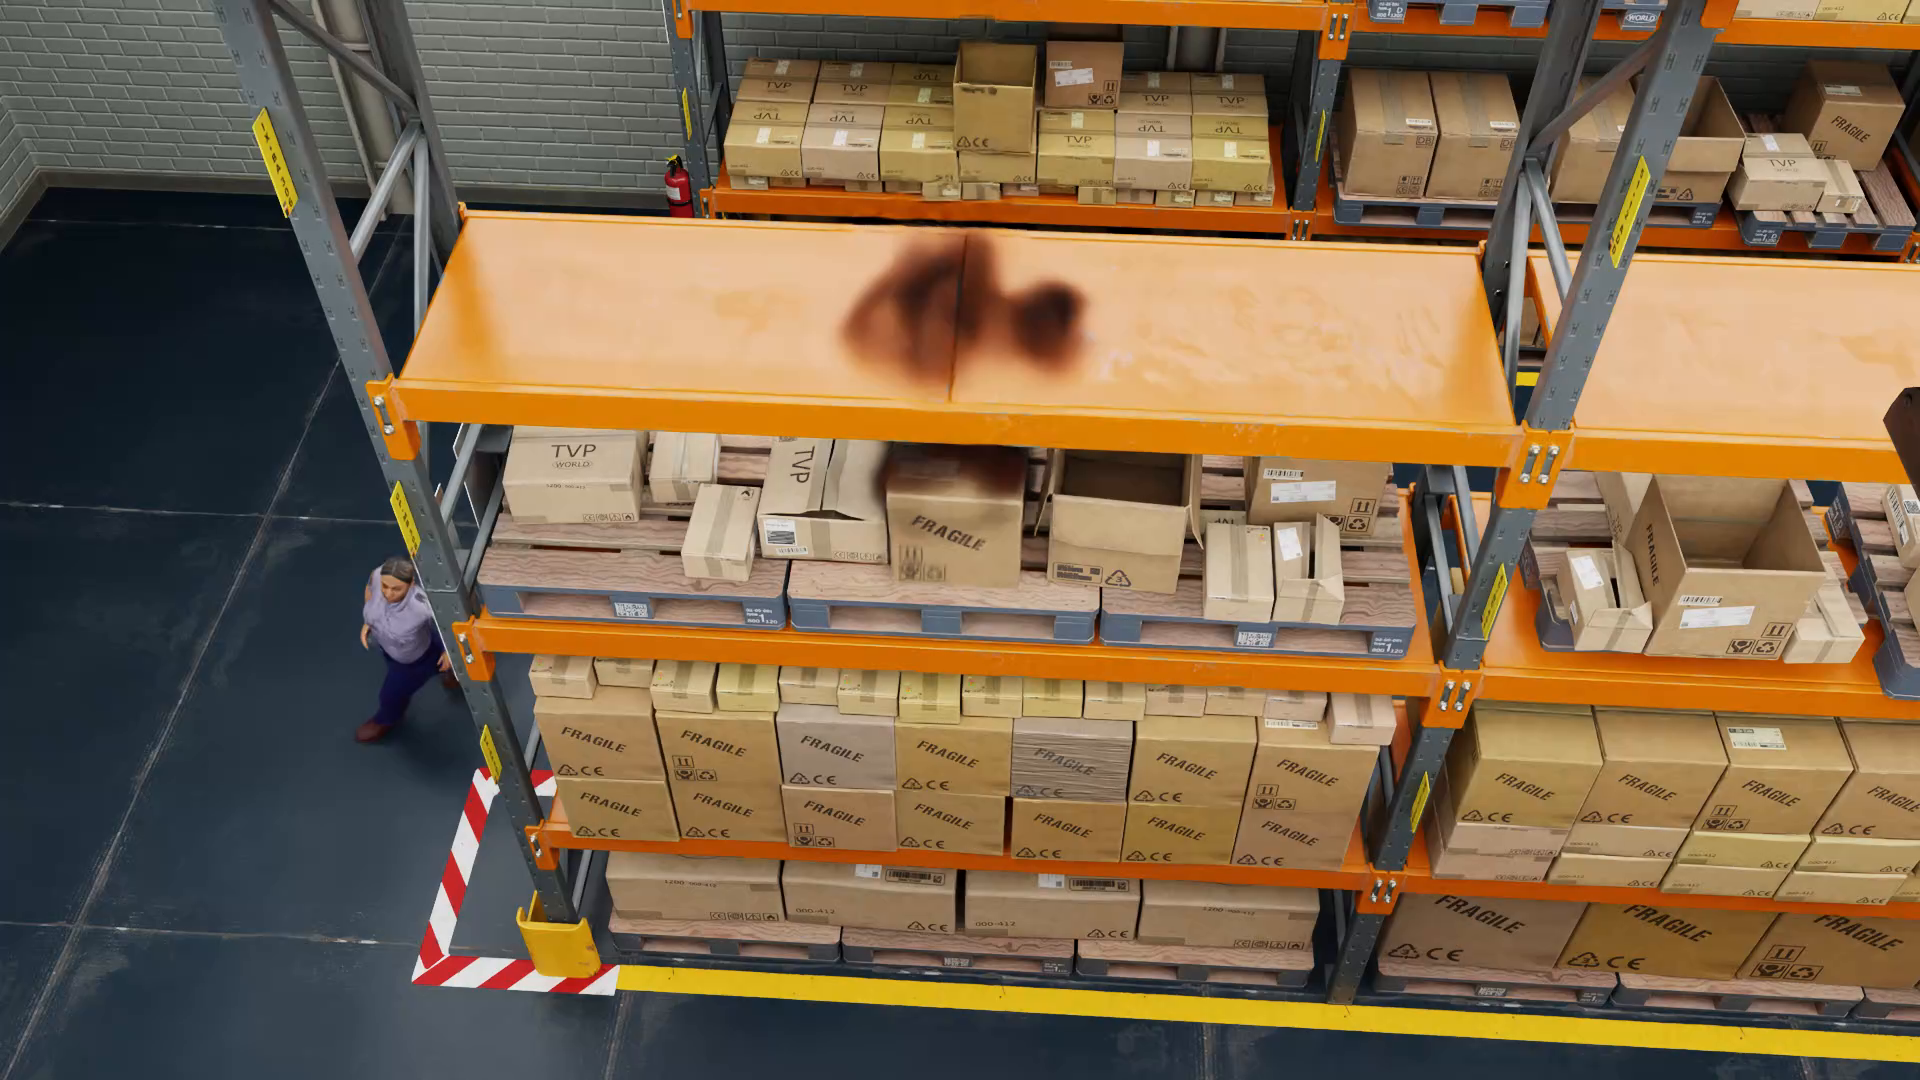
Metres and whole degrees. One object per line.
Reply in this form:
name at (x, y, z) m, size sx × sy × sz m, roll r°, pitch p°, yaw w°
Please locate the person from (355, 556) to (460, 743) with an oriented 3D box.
person at (-3.024, 0.604, 9.146) m, size 0.818 × 1.590 × 0.659 m, roll -32°, pitch 55°, yaw -26°
